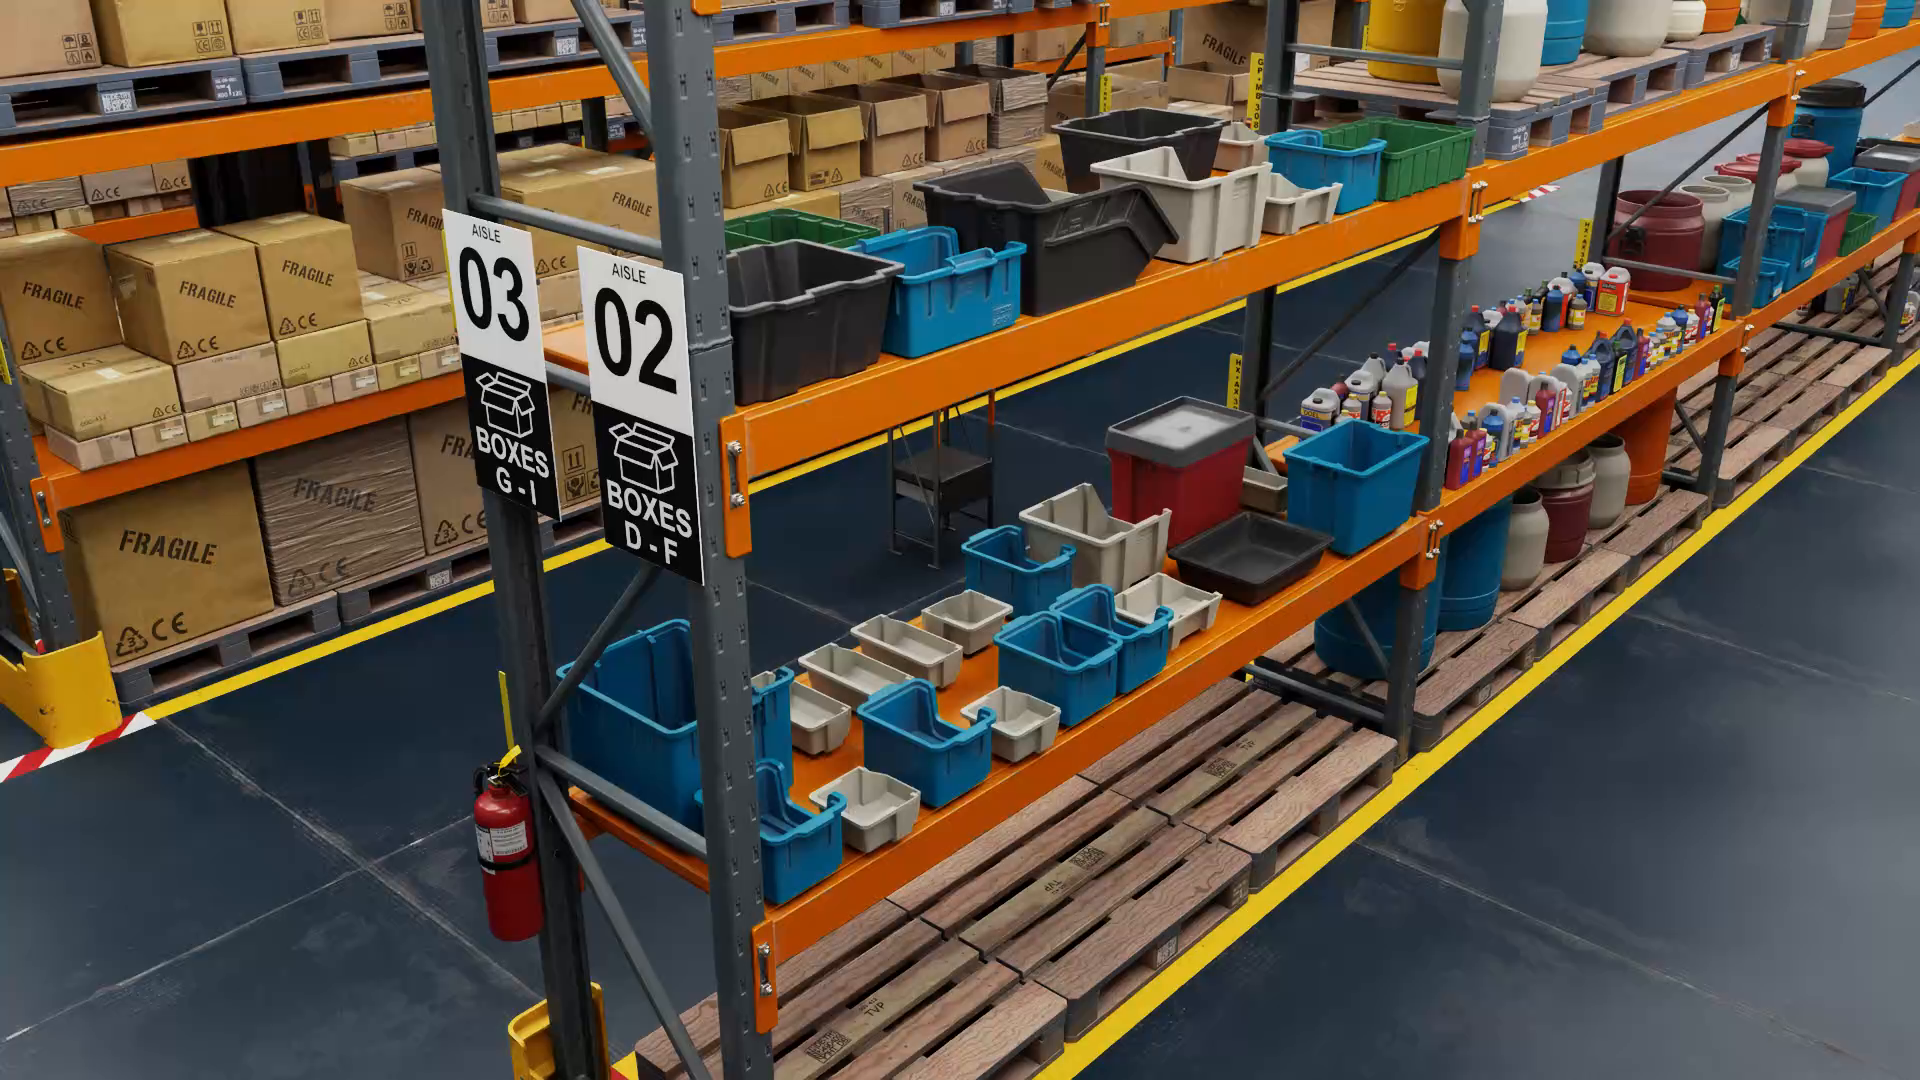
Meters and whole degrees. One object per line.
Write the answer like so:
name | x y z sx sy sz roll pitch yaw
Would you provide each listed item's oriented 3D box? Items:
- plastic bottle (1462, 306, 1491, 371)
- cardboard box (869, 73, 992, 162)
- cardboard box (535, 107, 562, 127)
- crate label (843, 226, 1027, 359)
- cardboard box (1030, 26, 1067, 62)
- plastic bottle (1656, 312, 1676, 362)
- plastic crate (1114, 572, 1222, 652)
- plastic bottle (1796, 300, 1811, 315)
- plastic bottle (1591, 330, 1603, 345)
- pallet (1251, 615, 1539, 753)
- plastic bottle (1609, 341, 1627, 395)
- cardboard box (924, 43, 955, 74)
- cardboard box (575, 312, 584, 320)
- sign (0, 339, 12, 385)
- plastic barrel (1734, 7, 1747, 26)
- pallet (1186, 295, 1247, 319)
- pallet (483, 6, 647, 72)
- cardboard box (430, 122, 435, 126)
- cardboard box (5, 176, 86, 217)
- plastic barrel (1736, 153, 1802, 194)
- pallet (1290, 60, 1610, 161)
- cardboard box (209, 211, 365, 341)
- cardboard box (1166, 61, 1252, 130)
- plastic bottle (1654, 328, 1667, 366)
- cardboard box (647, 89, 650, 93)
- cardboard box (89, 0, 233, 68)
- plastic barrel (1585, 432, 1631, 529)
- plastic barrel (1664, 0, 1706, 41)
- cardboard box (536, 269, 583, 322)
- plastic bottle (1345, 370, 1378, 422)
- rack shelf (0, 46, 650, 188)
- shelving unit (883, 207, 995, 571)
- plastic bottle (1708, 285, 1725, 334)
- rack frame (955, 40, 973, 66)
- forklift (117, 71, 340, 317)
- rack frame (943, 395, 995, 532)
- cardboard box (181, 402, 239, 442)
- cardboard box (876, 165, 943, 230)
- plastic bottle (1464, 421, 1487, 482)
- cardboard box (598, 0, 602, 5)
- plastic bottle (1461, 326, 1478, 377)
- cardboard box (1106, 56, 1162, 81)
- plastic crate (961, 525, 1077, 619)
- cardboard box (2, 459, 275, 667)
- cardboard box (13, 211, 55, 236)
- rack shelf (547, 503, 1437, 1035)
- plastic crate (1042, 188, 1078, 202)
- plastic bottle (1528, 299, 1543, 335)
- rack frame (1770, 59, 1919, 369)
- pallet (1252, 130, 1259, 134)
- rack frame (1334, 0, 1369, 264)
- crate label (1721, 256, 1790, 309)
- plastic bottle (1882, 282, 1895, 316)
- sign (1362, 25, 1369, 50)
plastic bottle | 2.820 -1.118 9.138 0.144 0.351 0.185 20 31 38
cardboard box | -0.241 -3.094 12.137 0.797 0.503 0.637 21 32 39
cardboard box | -3.777 -3.804 14.862 0.380 0.149 0.250 21 32 39
crate label | -0.098 -0.711 4.685 0.408 0.251 0.502 20 31 38
cardboard box | 0.775 -6.101 20.008 0.875 0.550 0.550 20 31 38
plastic bottle | 3.928 -1.137 9.277 0.097 0.271 0.097 0 24 0
plastic crate | 0.777 0.270 6.231 0.293 0.136 0.466 20 31 38
plastic bottle | 7.064 -1.993 13.911 0.097 0.201 0.097 0 24 0
plastic bottle | 3.439 -0.996 8.949 0.061 0.283 0.133 20 31 38
pallet | 2.261 0.613 8.625 1.003 0.211 1.213 20 31 38
plastic bottle | 3.457 -0.916 8.770 0.061 0.283 0.133 20 31 38
cardboard box | -0.409 -5.425 18.560 0.500 0.500 0.500 20 31 37
cardboard box | -2.276 -1.335 9.868 0.380 0.149 0.250 20 31 37
sign | -4.234 -0.847 7.319 0.100 0.325 0.005 20 31 38
plastic barrel | 4.511 -3.042 9.891 0.294 0.245 0.294 0 24 0
pallet | 2.033 -2.342 15.216 1.003 0.211 1.213 20 31 38
pallet | -2.527 -2.870 9.427 1.003 0.211 1.213 20 31 38
cardboard box | -4.478 -3.618 14.084 0.380 0.149 0.250 19 30 35
cardboard box | -6.754 -2.670 12.053 0.500 0.500 0.500 19 30 36
plastic barrel | 5.763 -2.480 11.949 0.433 0.535 0.433 0 24 0
pallet | 2.166 -1.984 7.573 1.213 0.211 1.003 20 31 38
cardboard box | -3.447 -1.364 8.528 0.500 0.500 0.500 19 30 36
cardboard box | 2.278 -3.911 14.667 0.637 0.503 0.797 -20 31 -38
plastic bottle | 3.863 -1.075 9.225 0.097 0.201 0.097 0 24 0
cardboard box | -3.097 -4.248 15.489 0.380 0.149 0.250 22 32 39
cardboard box | -3.871 -2.533 7.809 0.700 0.500 0.500 19 30 36
plastic barrel | 3.761 -0.361 9.916 0.421 0.512 0.421 0 24 0
plastic barrel | 3.778 -2.785 8.785 0.301 0.262 0.301 0 24 0
cardboard box | -2.416 -1.491 9.729 0.500 0.250 0.500 21 32 39
plastic bottle | 1.981 -0.699 8.294 0.152 0.276 0.135 20 31 38
rack shelf | -3.308 -2.219 8.747 1.077 0.370 4.000 20 31 38
shelving unit | -0.110 -0.908 9.708 0.431 2.100 0.503 20 31 38
plastic bottle | 4.432 -1.362 9.763 0.061 0.283 0.133 20 31 38
rack frame | -0.260 -5.611 19.098 1.000 3.000 0.127 20 31 38
forklift | -4.339 -2.139 11.438 1.130 2.935 3.031 20 31 37
rack frame | 0.052 -0.982 9.874 0.400 2.100 0.015 20 31 38
cardboard box | -3.820 -0.630 8.295 0.380 0.149 0.250 19 31 36
cardboard box | -0.470 -2.371 11.748 0.500 0.500 0.500 21 32 38
plastic bottle | 2.367 -0.419 7.660 0.061 0.283 0.133 20 31 38
cardboard box | -4.830 -6.794 20.738 0.500 0.500 0.500 21 32 39
plastic bottle | 2.754 -1.029 9.036 0.097 0.271 0.097 0 24 0
cardboard box | 2.006 -5.827 21.663 0.875 0.875 0.875 20 31 38
plastic crate | 0.225 0.136 6.412 0.416 0.233 0.300 20 31 38
cardboard box | -4.275 -0.009 8.687 0.875 0.875 0.875 20 31 38
cardboard box | -6.806 -2.339 12.106 0.380 0.149 0.250 22 32 39
rack shelf | 0.380 0.502 6.344 1.077 0.370 4.000 20 31 38
plastic crate | 0.240 -1.163 5.833 0.437 0.136 0.530 20 31 38
plastic bottle | 3.360 -1.311 9.750 0.097 0.201 0.097 0 24 0
rack frame | 7.054 -2.873 12.992 1.000 3.000 0.127 20 31 38
pallet | 1.987 -3.534 14.700 1.003 0.211 1.213 20 31 38
rack frame | 3.366 -4.226 16.008 1.000 3.000 0.127 20 31 38
crate label | 4.945 -1.604 10.366 0.303 0.233 0.416 20 31 38
plastic bottle | 7.795 -2.037 13.828 0.144 0.351 0.185 20 31 38
sign | 3.782 -4.604 15.436 0.100 0.325 0.005 20 31 38
